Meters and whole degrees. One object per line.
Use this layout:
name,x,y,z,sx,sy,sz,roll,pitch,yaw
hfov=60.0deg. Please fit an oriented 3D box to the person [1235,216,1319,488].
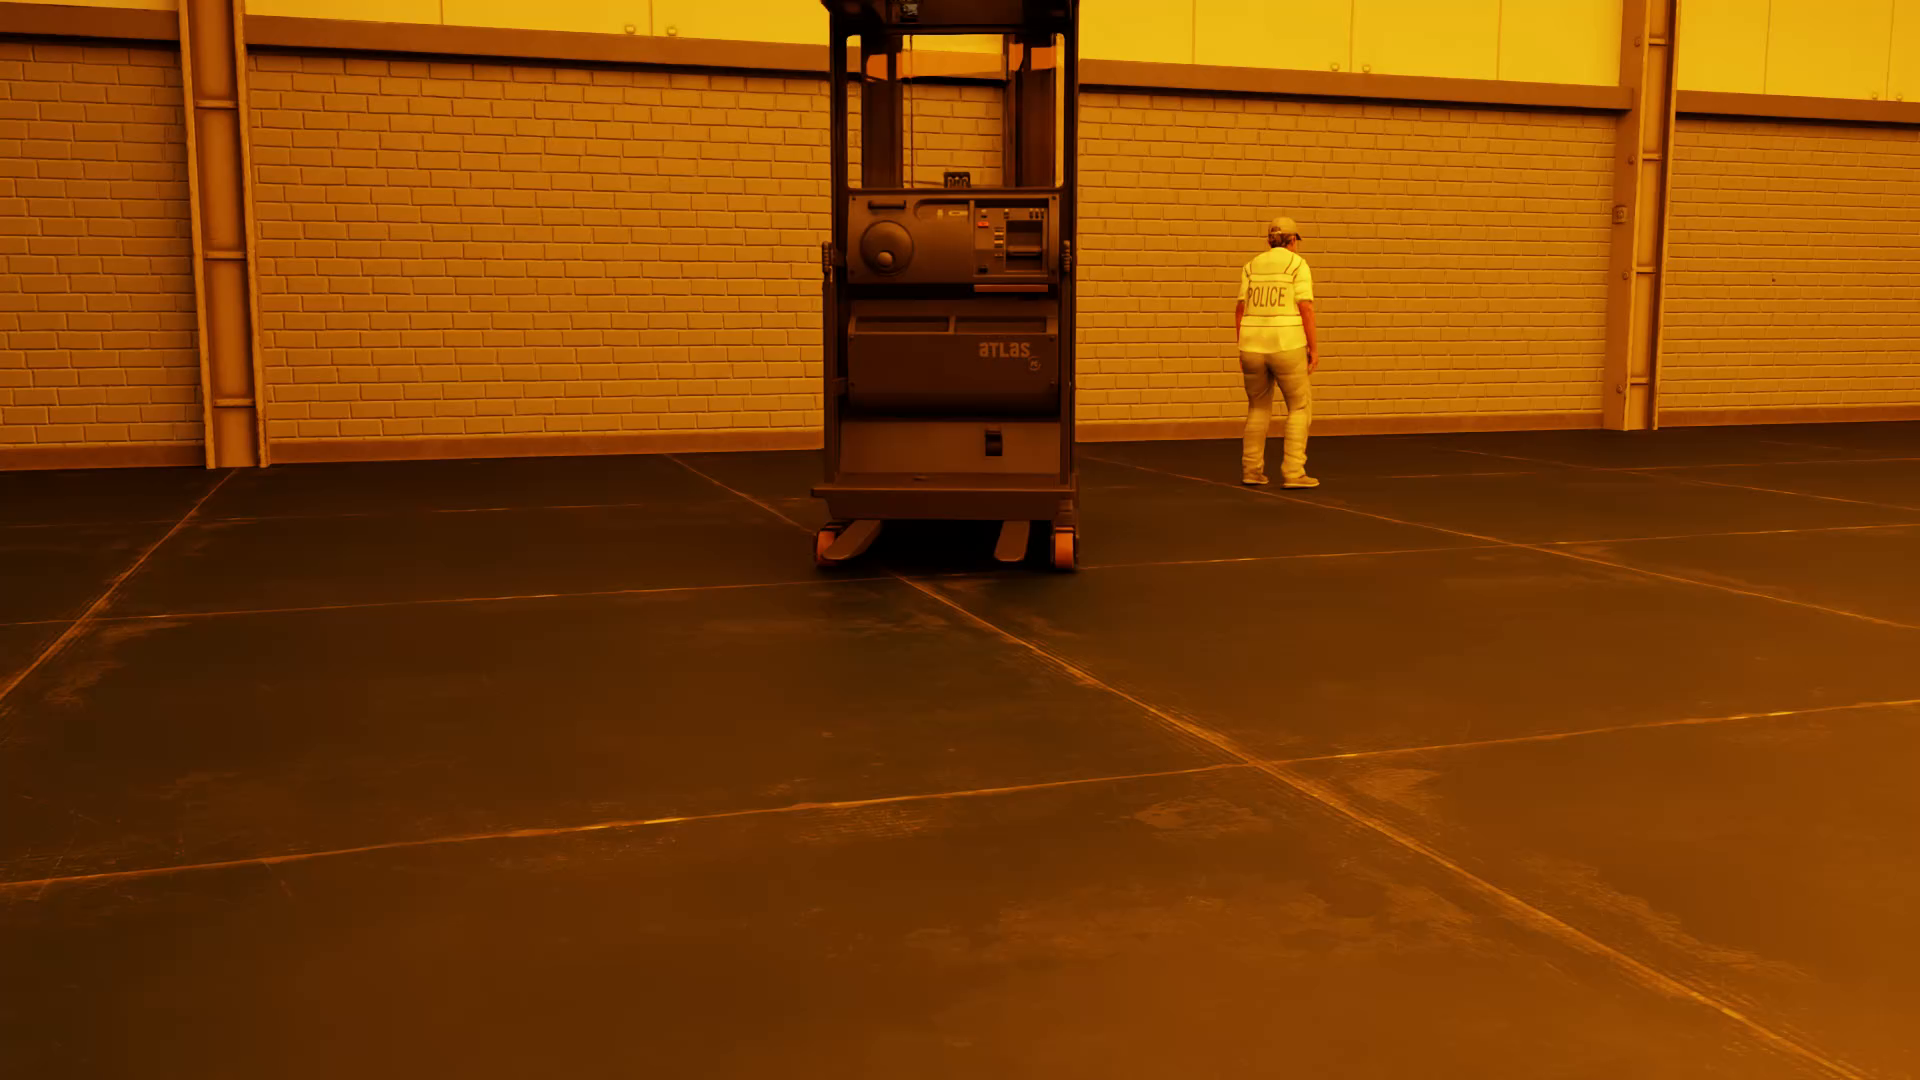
person,1.969,-1.158,10.298,0.530,1.670,0.459,6,10,38

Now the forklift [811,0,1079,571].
forklift,-0.041,-1.367,7.098,1.130,2.935,3.031,0,8,4
